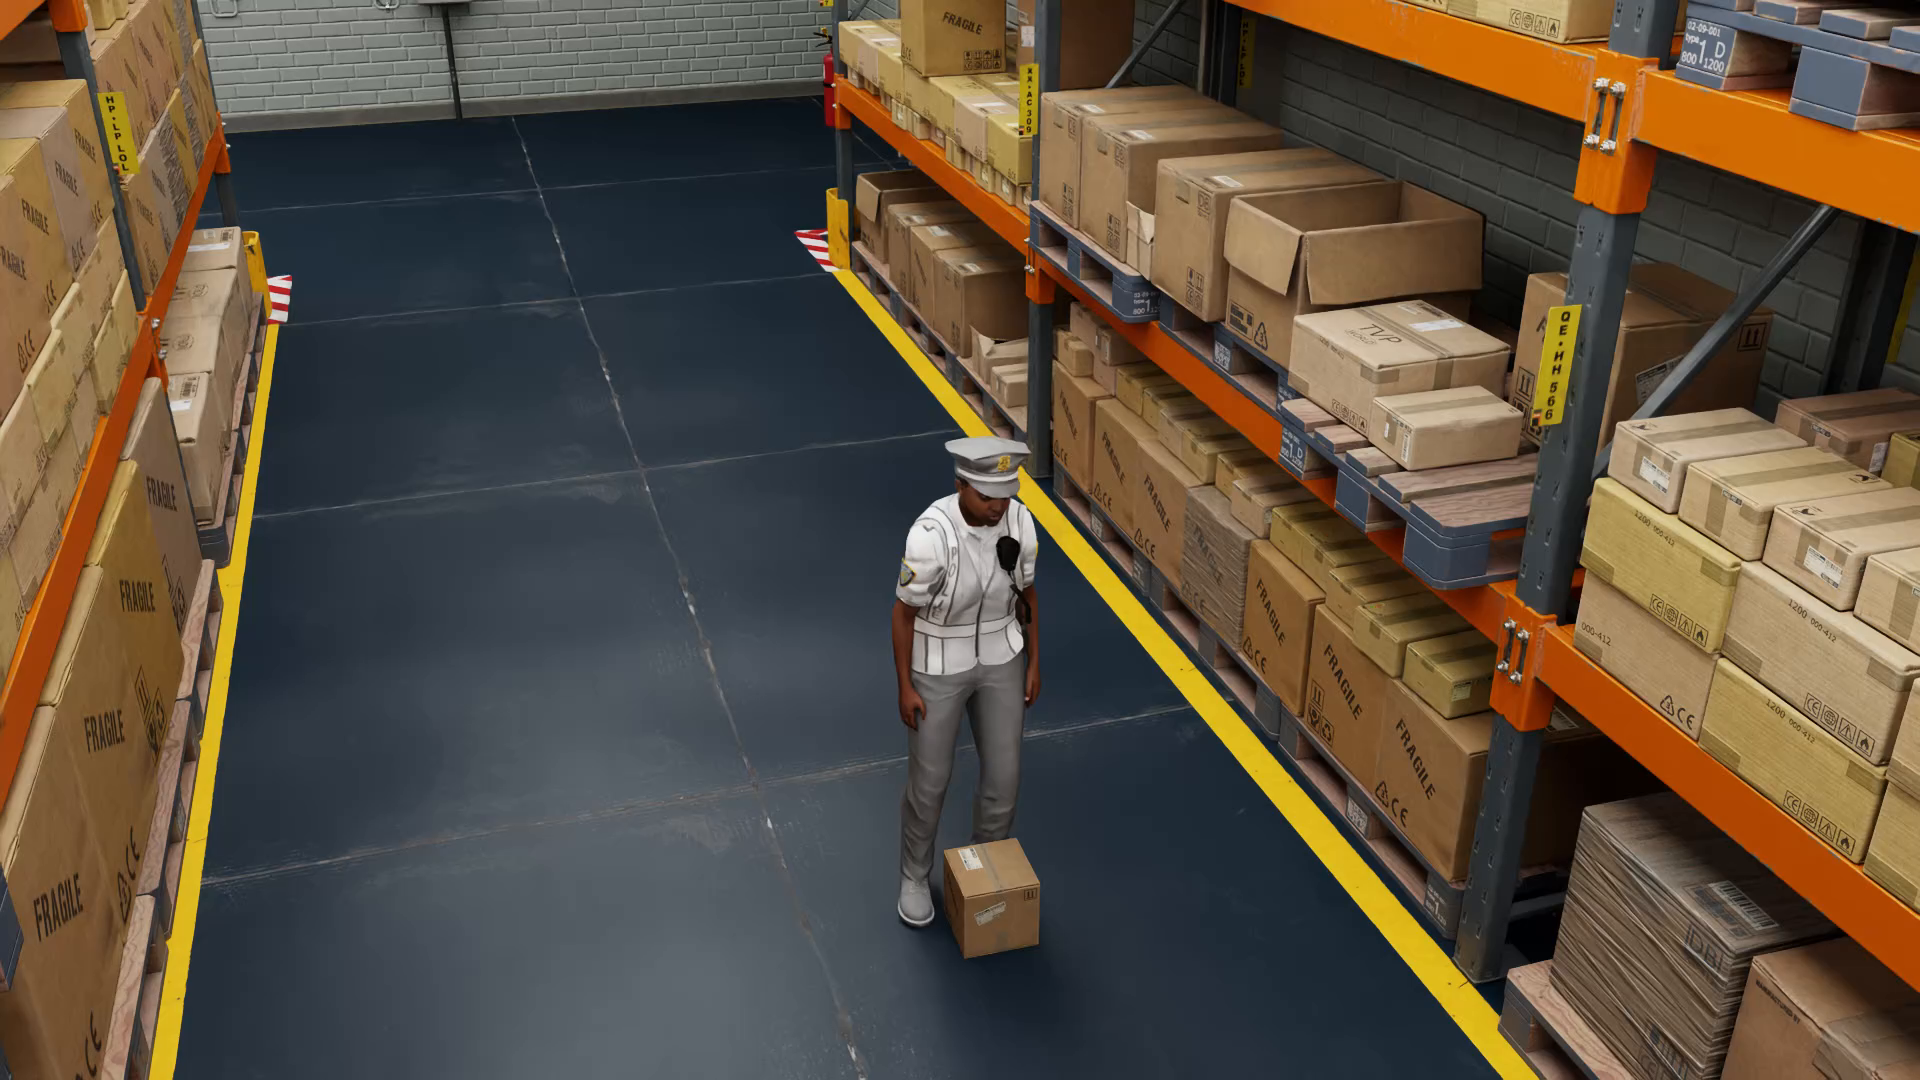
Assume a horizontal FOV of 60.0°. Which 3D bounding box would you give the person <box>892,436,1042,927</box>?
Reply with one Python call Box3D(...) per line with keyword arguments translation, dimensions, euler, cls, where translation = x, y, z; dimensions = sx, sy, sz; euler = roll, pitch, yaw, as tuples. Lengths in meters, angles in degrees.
Box3D(translation=(0.022, 0.434, 5.247), dimensions=(0.527, 1.656, 0.427), euler=(-10, 28, -19), cls="person")
